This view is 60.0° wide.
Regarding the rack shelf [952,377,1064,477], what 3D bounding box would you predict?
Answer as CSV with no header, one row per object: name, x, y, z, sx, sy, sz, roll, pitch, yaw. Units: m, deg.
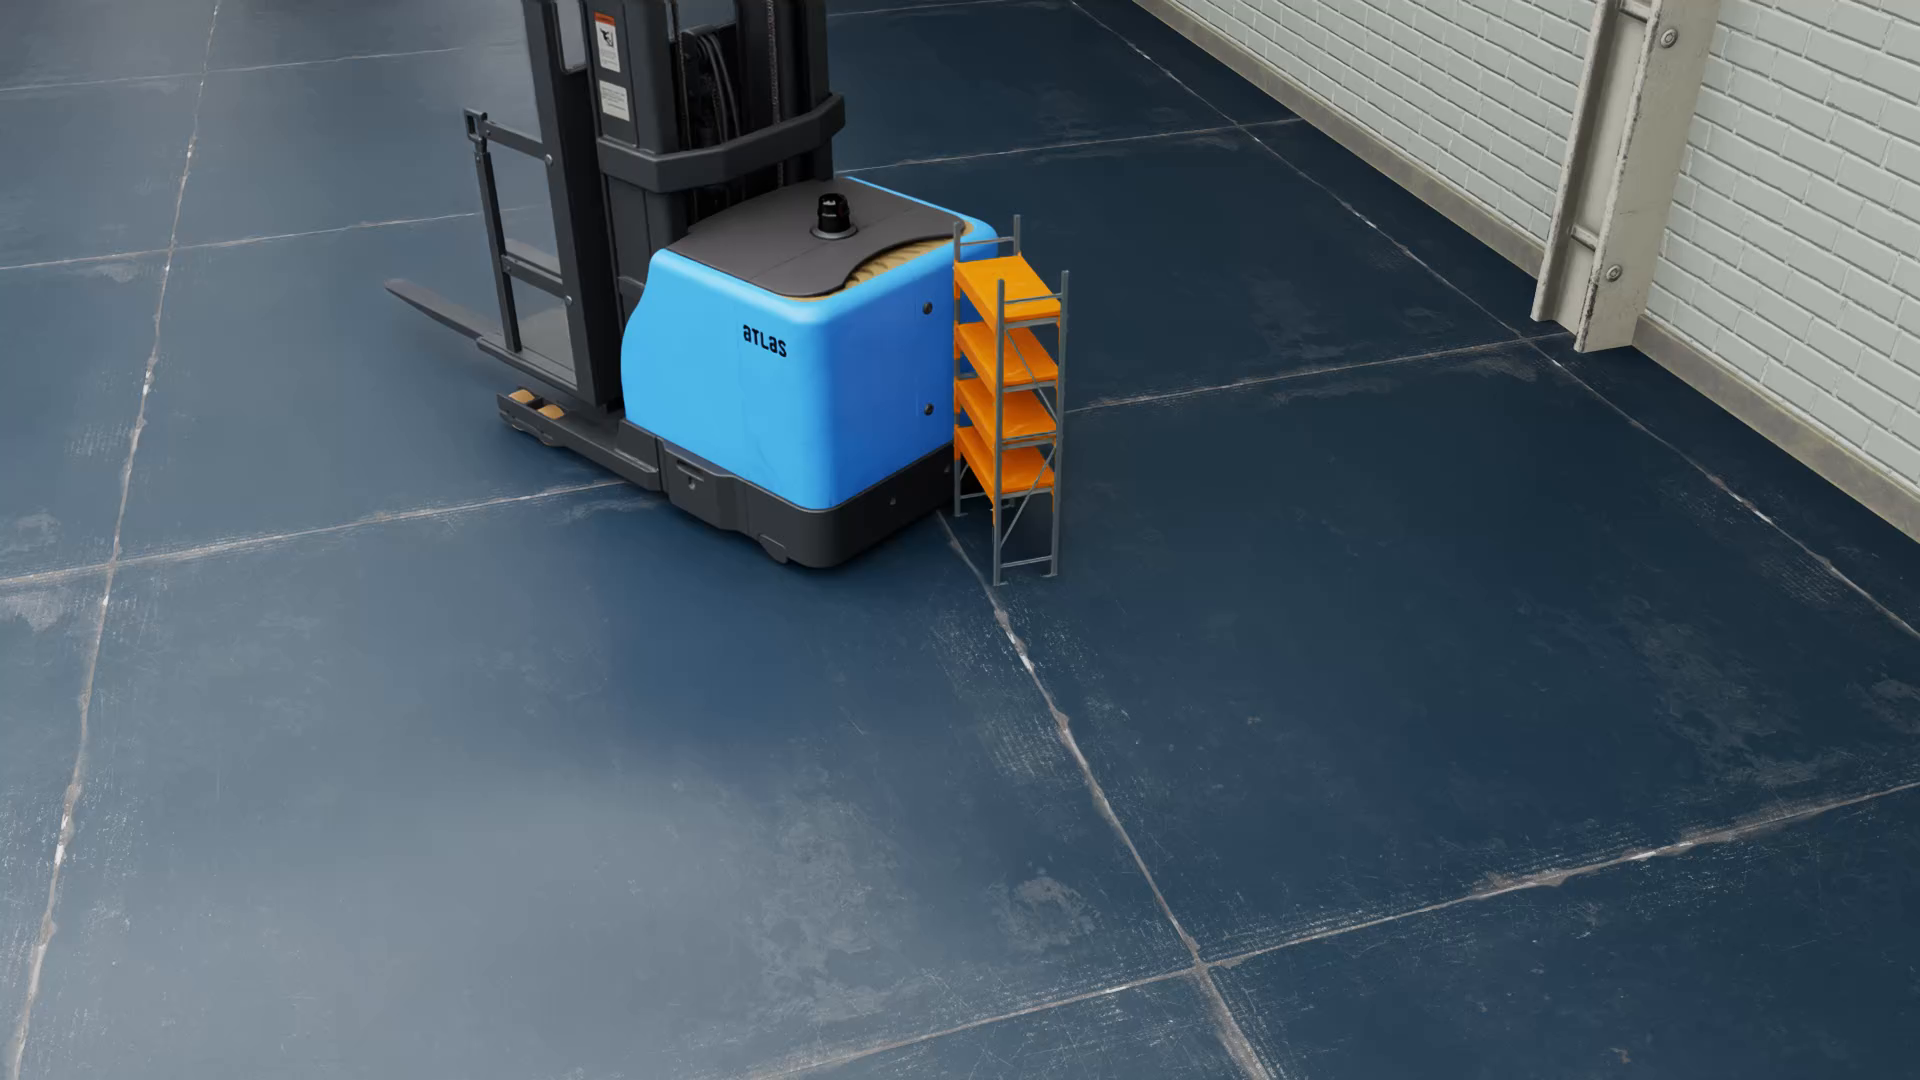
rack shelf,0.166,-0.425,5.927,0.258,0.148,0.480,-10,35,-14

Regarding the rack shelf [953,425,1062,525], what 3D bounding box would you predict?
rack shelf,0.166,-0.260,6.037,0.258,0.148,0.480,-10,35,-14

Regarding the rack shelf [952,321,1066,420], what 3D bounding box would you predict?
rack shelf,0.166,-0.612,5.804,0.258,0.148,0.480,-10,35,-14

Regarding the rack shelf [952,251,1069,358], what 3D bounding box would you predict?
rack shelf,0.166,-0.809,5.674,0.258,0.148,0.480,-10,35,-14

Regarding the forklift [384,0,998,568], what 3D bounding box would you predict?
forklift,-1.287,-1.804,6.322,3.031,2.935,1.130,26,41,33

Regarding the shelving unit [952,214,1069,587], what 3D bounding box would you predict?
shelving unit,0.166,-0.481,5.890,0.258,1.200,0.503,-10,35,-14

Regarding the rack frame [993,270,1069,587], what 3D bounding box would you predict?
rack frame,0.237,-0.353,5.696,0.240,1.200,0.015,-10,35,-14

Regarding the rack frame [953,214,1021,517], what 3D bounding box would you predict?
rack frame,0.094,-0.610,6.085,0.240,1.200,0.015,-10,35,-14

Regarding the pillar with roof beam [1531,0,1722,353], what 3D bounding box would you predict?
pillar with roof beam,-1.205,-4.007,4.152,9.100,9.000,0.400,-10,35,-15
